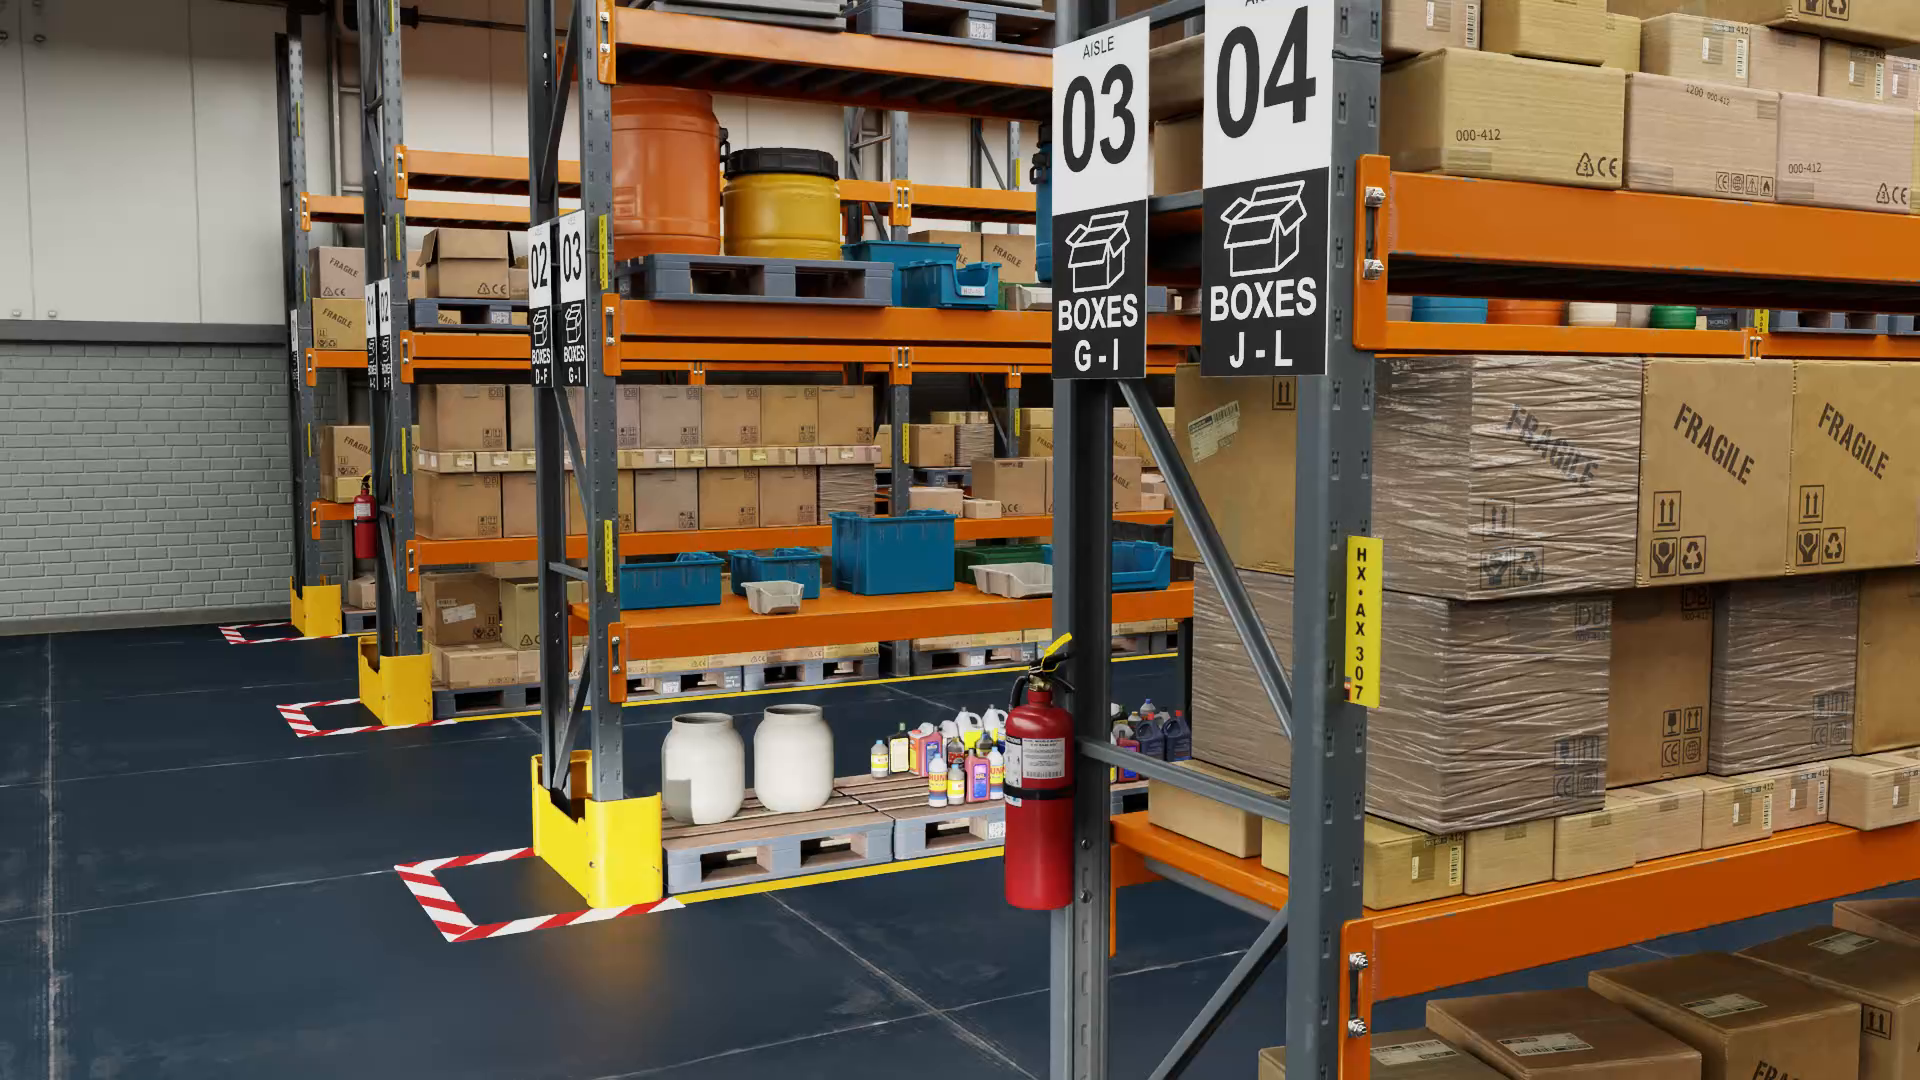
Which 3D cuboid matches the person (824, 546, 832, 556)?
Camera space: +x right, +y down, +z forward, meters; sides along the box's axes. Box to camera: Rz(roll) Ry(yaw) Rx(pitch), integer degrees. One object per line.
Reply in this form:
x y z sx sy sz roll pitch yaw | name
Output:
-1.377 -0.090 18.144 0.403 1.771 0.520 -1 5 -7 | person
